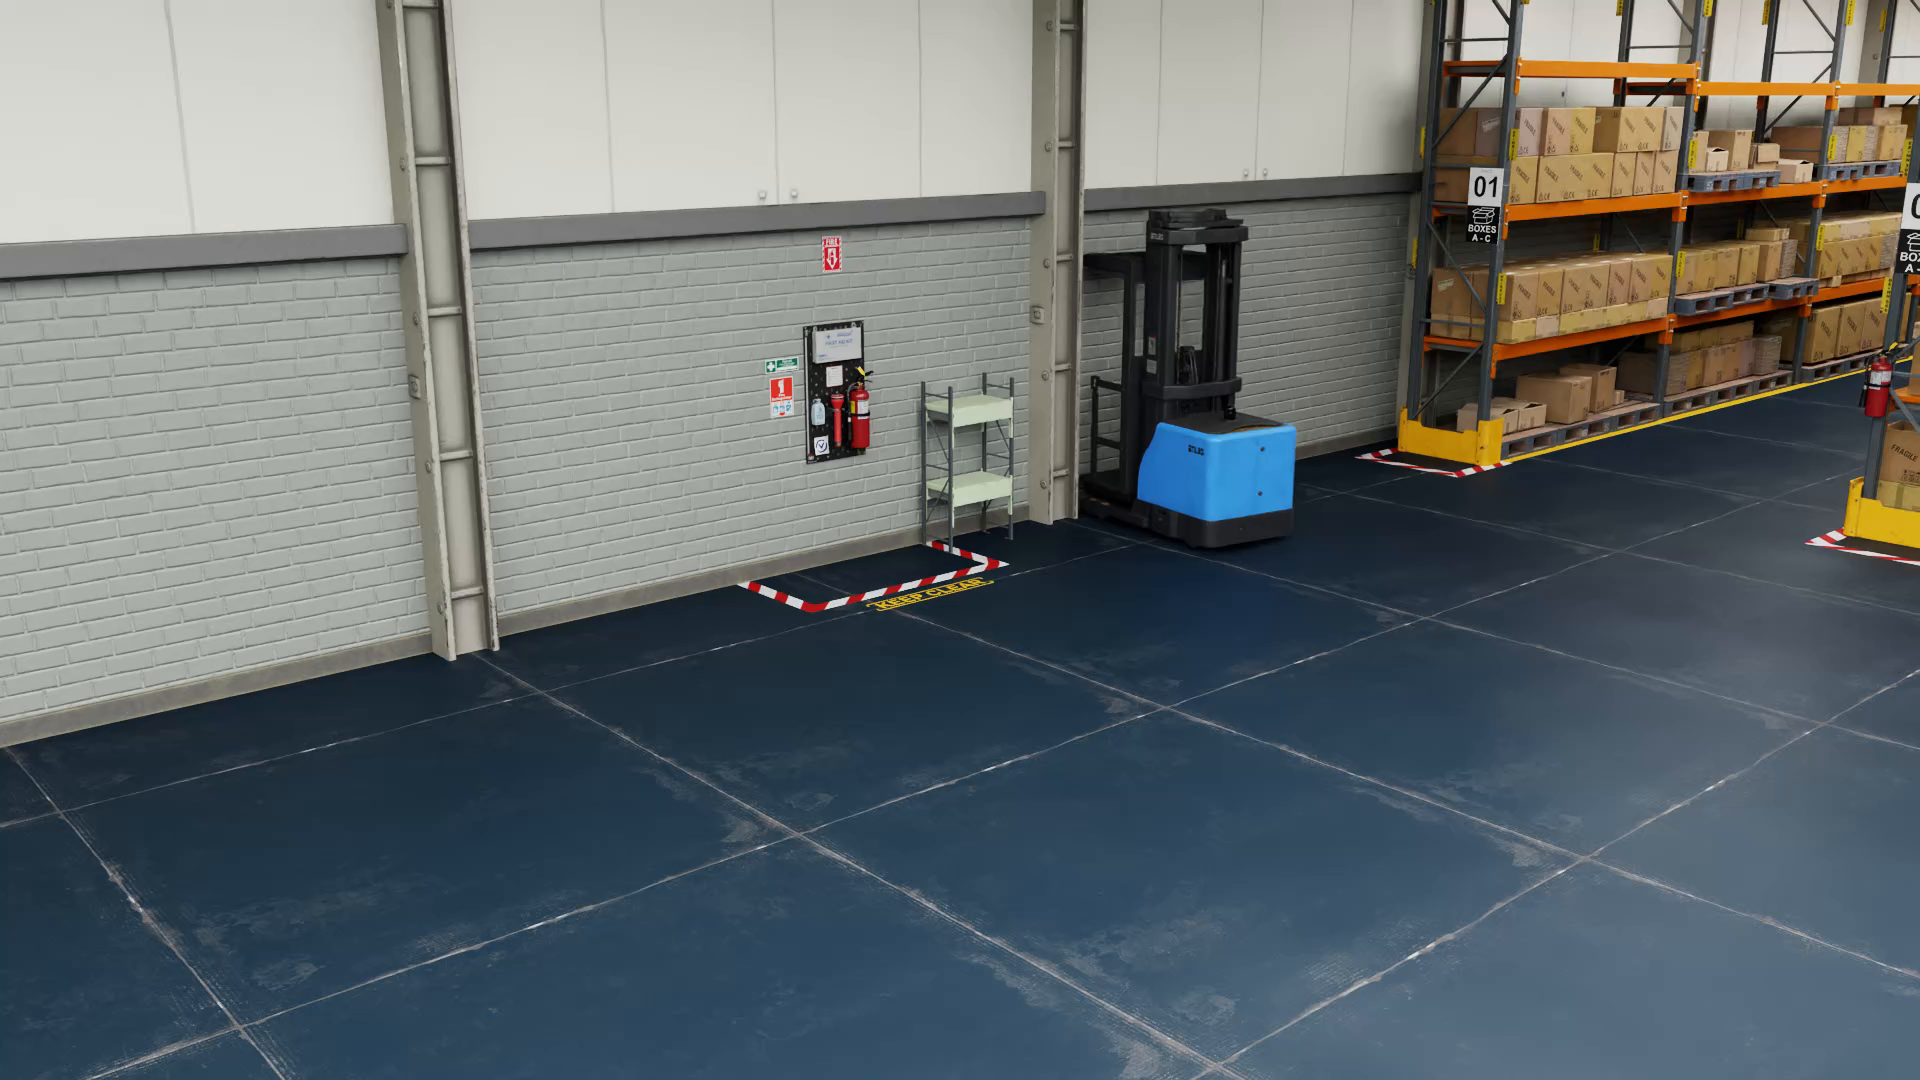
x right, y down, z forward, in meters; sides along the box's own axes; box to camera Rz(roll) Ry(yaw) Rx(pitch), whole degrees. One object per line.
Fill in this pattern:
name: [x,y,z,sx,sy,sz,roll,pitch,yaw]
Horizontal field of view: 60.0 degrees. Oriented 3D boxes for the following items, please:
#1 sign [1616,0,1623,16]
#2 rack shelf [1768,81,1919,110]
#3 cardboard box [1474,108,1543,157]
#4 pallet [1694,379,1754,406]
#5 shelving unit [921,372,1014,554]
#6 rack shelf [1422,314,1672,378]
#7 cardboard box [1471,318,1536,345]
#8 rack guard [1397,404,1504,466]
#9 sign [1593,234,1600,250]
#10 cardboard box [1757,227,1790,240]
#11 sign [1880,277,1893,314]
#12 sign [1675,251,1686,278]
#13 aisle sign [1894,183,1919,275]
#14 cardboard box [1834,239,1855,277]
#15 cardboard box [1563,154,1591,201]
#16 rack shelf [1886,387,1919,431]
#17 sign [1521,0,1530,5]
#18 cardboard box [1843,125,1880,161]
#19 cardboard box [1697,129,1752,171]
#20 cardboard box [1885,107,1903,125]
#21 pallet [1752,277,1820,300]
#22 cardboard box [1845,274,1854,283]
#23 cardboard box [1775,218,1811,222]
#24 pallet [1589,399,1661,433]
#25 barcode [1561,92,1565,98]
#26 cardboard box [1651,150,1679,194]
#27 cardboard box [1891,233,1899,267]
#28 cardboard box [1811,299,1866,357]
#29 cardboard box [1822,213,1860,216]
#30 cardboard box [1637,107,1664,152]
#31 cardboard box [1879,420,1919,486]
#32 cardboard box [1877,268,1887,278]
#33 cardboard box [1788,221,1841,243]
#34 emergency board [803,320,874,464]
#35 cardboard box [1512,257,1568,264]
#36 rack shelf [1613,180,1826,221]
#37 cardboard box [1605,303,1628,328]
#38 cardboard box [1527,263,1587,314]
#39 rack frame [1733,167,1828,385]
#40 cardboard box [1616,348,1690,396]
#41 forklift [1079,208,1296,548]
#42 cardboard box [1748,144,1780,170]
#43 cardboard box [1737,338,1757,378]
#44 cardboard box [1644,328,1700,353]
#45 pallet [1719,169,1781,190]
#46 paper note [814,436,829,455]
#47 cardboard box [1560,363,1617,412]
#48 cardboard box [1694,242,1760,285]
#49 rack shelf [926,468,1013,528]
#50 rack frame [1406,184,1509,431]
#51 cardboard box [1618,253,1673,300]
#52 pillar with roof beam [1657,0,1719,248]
sign: [8.108,-6.597,20.394,0.005,0.325,0.100,-13,19,-39]
rack shelf: [13.003,-6.438,24.084,4.000,0.370,1.077,-13,19,-39]
cardboard box: [5.909,-4.395,17.907,0.500,0.500,0.500,14,21,43]
pallet: [9.984,-2.057,22.541,1.213,0.211,1.003,-13,19,-39]
shelving unit: [0.070,-0.702,14.973,0.755,1.500,0.431,-13,20,-40]
rack shelf: [6.968,-2.378,19.733,4.000,0.370,1.077,-13,19,-39]
cardboard box: [6.036,-2.344,18.466,0.500,0.250,0.500,-13,20,-41]
rack guard: [5.516,-1.192,18.742,0.348,0.500,1.175,-13,19,-39]
sign: [8.109,-3.731,21.161,0.005,0.325,0.100,-13,19,-39]
cardboard box: [11.253,-4.252,23.051,0.380,0.149,0.250,13,20,40]
sign: [8.368,-2.204,14.988,0.005,0.325,0.100,-13,19,-39]
sign: [8.838,-3.378,20.406,0.005,0.325,0.100,-13,19,-39]
aisle sign: [8.471,-2.725,14.600,0.004,0.787,0.394,-13,19,-39]
cardboard box: [12.430,-4.063,23.838,0.500,0.500,0.500,-12,19,-38]
cardboard box: [6.693,-4.074,18.645,0.500,0.500,0.500,-12,19,-37]
rack shelf: [10.222,-1.414,16.125,4.000,0.370,1.077,-13,19,-39]
sign: [5.815,-5.669,17.071,0.005,0.325,0.100,-13,19,-39]
cardboard box: [12.978,-5.822,24.376,0.500,0.500,0.700,-13,20,-39]
cardboard box: [9.872,-5.050,21.525,0.500,0.500,0.500,-14,20,-41]
cardboard box: [13.762,-6.368,24.966,0.500,0.250,0.500,-11,18,-35]
pallet: [11.026,-3.507,22.940,1.003,0.211,1.213,-13,19,-39]
cardboard box: [12.847,-3.864,24.351,0.250,0.149,0.380,-12,19,-39]
cardboard box: [12.059,-4.520,24.097,0.500,0.250,0.500,-13,20,-41]
pallet: [7.993,-1.596,20.816,1.213,0.211,1.003,-13,19,-39]
barcode: [7.146,-5.279,19.708,0.075,0.075,0.001,-13,19,-39]
cardboard box: [8.256,-4.437,20.003,0.500,0.500,0.500,-12,19,-38]
cardboard box: [13.950,-4.405,25.121,0.500,0.500,0.500,-12,19,-39]
cardboard box: [12.800,-3.152,24.590,0.750,0.750,0.750,-13,20,-40]
cardboard box: [13.228,-4.780,25.071,0.500,0.250,0.500,-14,20,-41]
cardboard box: [7.868,-4.821,19.504,0.500,0.500,0.500,-11,19,-36]
cardboard box: [8.923,-0.808,15.524,0.500,0.500,0.500,-13,19,-39]
cardboard box: [13.654,-4.028,24.965,0.250,0.149,0.380,-13,19,-39]
cardboard box: [12.027,-4.337,23.413,0.500,0.250,0.500,-12,19,-38]
emergency board: [-0.996,-1.246,14.101,0.643,1.169,0.194,-13,19,-39]
cardboard box: [6.828,-3.064,19.708,0.500,0.500,0.500,-12,19,-39]
rack shelf: [9.985,-4.504,21.882,4.000,0.370,1.077,-13,19,-39]
cardboard box: [7.568,-2.691,19.763,0.500,0.250,0.500,-13,20,-40]
cardboard box: [6.790,-2.876,19.004,0.500,0.500,0.500,-13,20,-41]
rack frame: [11.494,-3.742,23.445,0.127,3.000,1.000,-13,19,-39]
cardboard box: [9.021,-2.197,21.653,0.500,0.500,0.700,-12,19,-38]
forklift: [1.853,-1.671,15.828,1.130,2.935,3.031,-9,17,-30]
cardboard box: [10.455,-5.049,22.287,0.637,0.503,0.797,-9,18,-32]
cardboard box: [10.520,-2.550,22.974,0.500,0.500,0.700,-13,20,-39]
cardboard box: [9.351,-2.634,21.838,0.500,0.250,0.500,-13,20,-41]
pallet: [9.792,-4.683,21.519,1.003,0.211,1.213,-13,19,-39]
paper note: [-1.175,-0.804,14.153,0.142,0.148,0.016,-13,19,-39]
cardboard box: [7.720,-1.885,20.487,0.500,0.500,0.500,14,21,43]
cardboard box: [10.221,-3.705,22.264,0.500,0.500,0.700,-13,19,-39]
rack shelf: [0.070,-0.387,15.057,0.720,0.370,0.431,-13,20,-40]
rack frame: [5.459,-2.386,18.371,0.127,3.000,1.000,-13,19,-39]
cardboard box: [8.323,-3.223,20.303,0.500,0.500,0.500,-13,20,-39]
pillar with roof beam: [12.771,-5.750,19.339,0.400,9.000,9.100,-13,19,-39]
